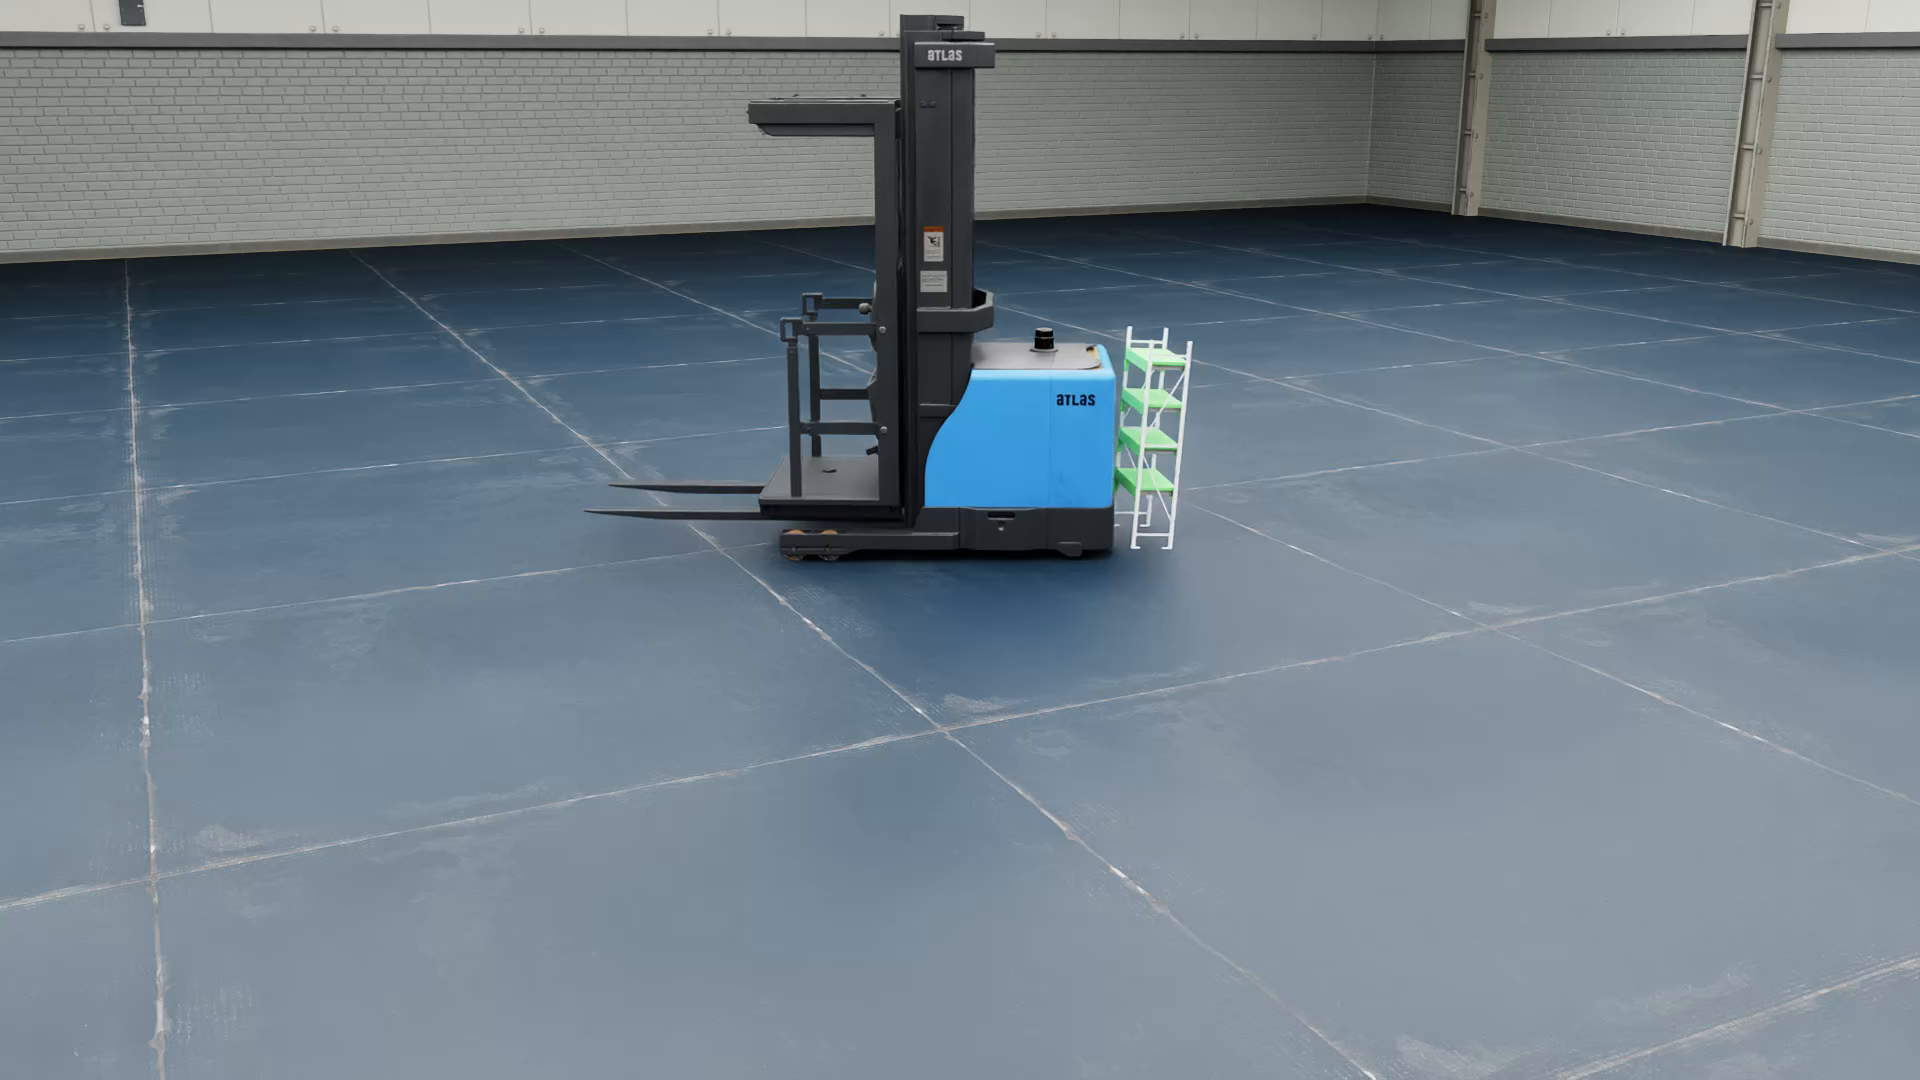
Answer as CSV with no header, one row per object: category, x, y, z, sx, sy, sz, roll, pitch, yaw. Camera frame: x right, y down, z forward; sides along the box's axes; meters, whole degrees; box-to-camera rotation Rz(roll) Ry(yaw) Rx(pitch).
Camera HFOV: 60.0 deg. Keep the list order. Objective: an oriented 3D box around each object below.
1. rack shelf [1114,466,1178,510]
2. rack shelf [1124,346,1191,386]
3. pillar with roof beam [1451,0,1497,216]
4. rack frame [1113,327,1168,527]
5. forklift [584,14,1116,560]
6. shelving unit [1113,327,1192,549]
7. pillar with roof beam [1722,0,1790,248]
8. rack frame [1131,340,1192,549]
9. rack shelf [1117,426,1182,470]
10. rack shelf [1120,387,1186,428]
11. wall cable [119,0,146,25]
rack shelf,1.079,-0.302,9.700,0.258,0.148,0.480,1,16,-9
rack shelf,1.122,-0.994,9.507,0.258,0.148,0.480,1,16,-9
pillar with roof beam,5.422,-9.788,27.545,9.100,9.000,0.400,-8,18,-25
rack frame,1.060,-0.661,9.850,0.240,1.200,0.015,1,16,-9
forklift,-0.634,-1.441,9.458,3.031,2.935,1.130,0,16,2
shelving unit,1.097,-0.594,9.618,0.258,1.200,0.503,1,16,-9
pillar with roof beam,8.051,-8.300,22.361,9.100,9.000,0.400,-8,18,-25
rack frame,1.135,-0.527,9.387,0.240,1.200,0.015,1,16,-9
rack shelf,1.094,-0.533,9.635,0.258,0.148,0.480,1,16,-9
rack shelf,1.108,-0.763,9.571,0.258,0.148,0.480,1,16,-9
wall cable,-10.585,-10.170,22.711,2.305,6.003,0.169,-8,18,-25
